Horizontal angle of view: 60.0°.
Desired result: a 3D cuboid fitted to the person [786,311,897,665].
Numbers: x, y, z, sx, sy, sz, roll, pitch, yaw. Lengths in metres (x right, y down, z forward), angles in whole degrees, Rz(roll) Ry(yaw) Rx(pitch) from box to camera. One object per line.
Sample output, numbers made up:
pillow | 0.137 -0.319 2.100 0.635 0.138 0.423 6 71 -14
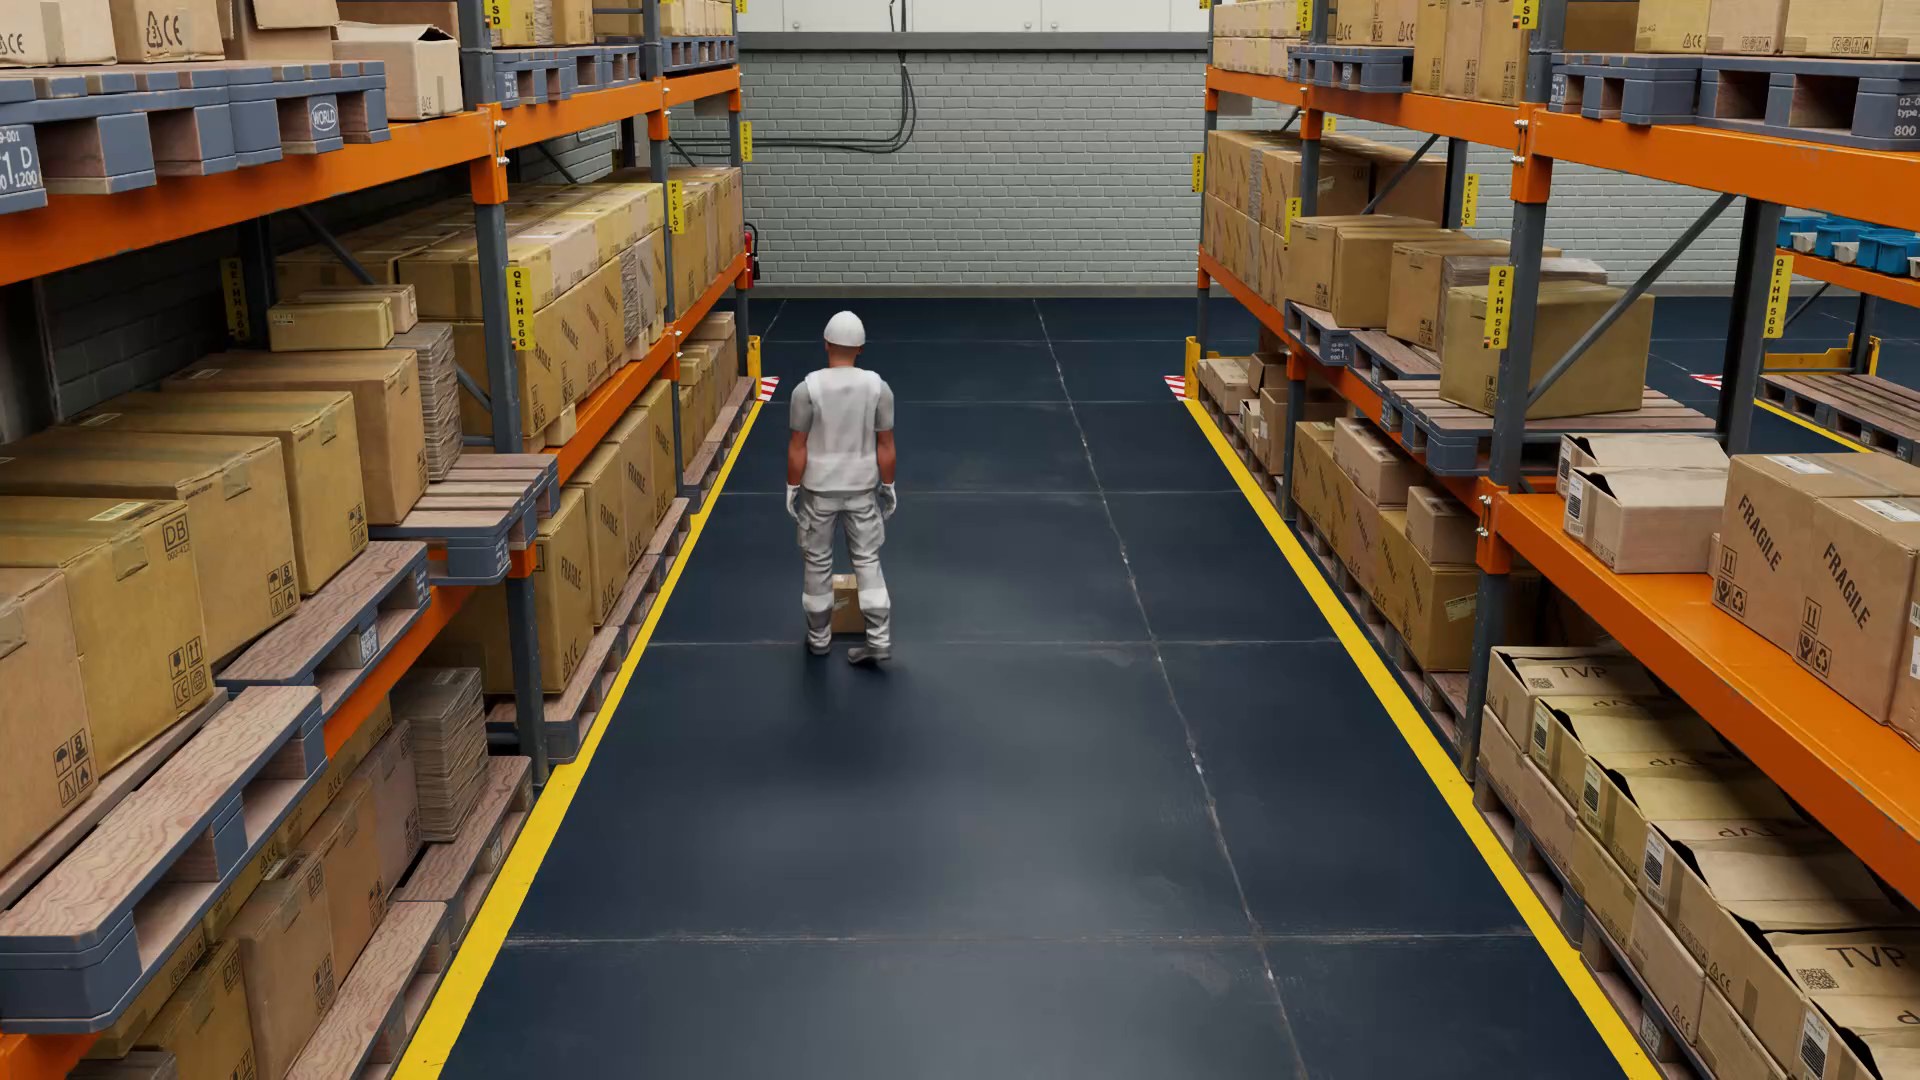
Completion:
person | -0.604 -0.260 8.337 0.558 1.793 0.619 -4 17 -14
